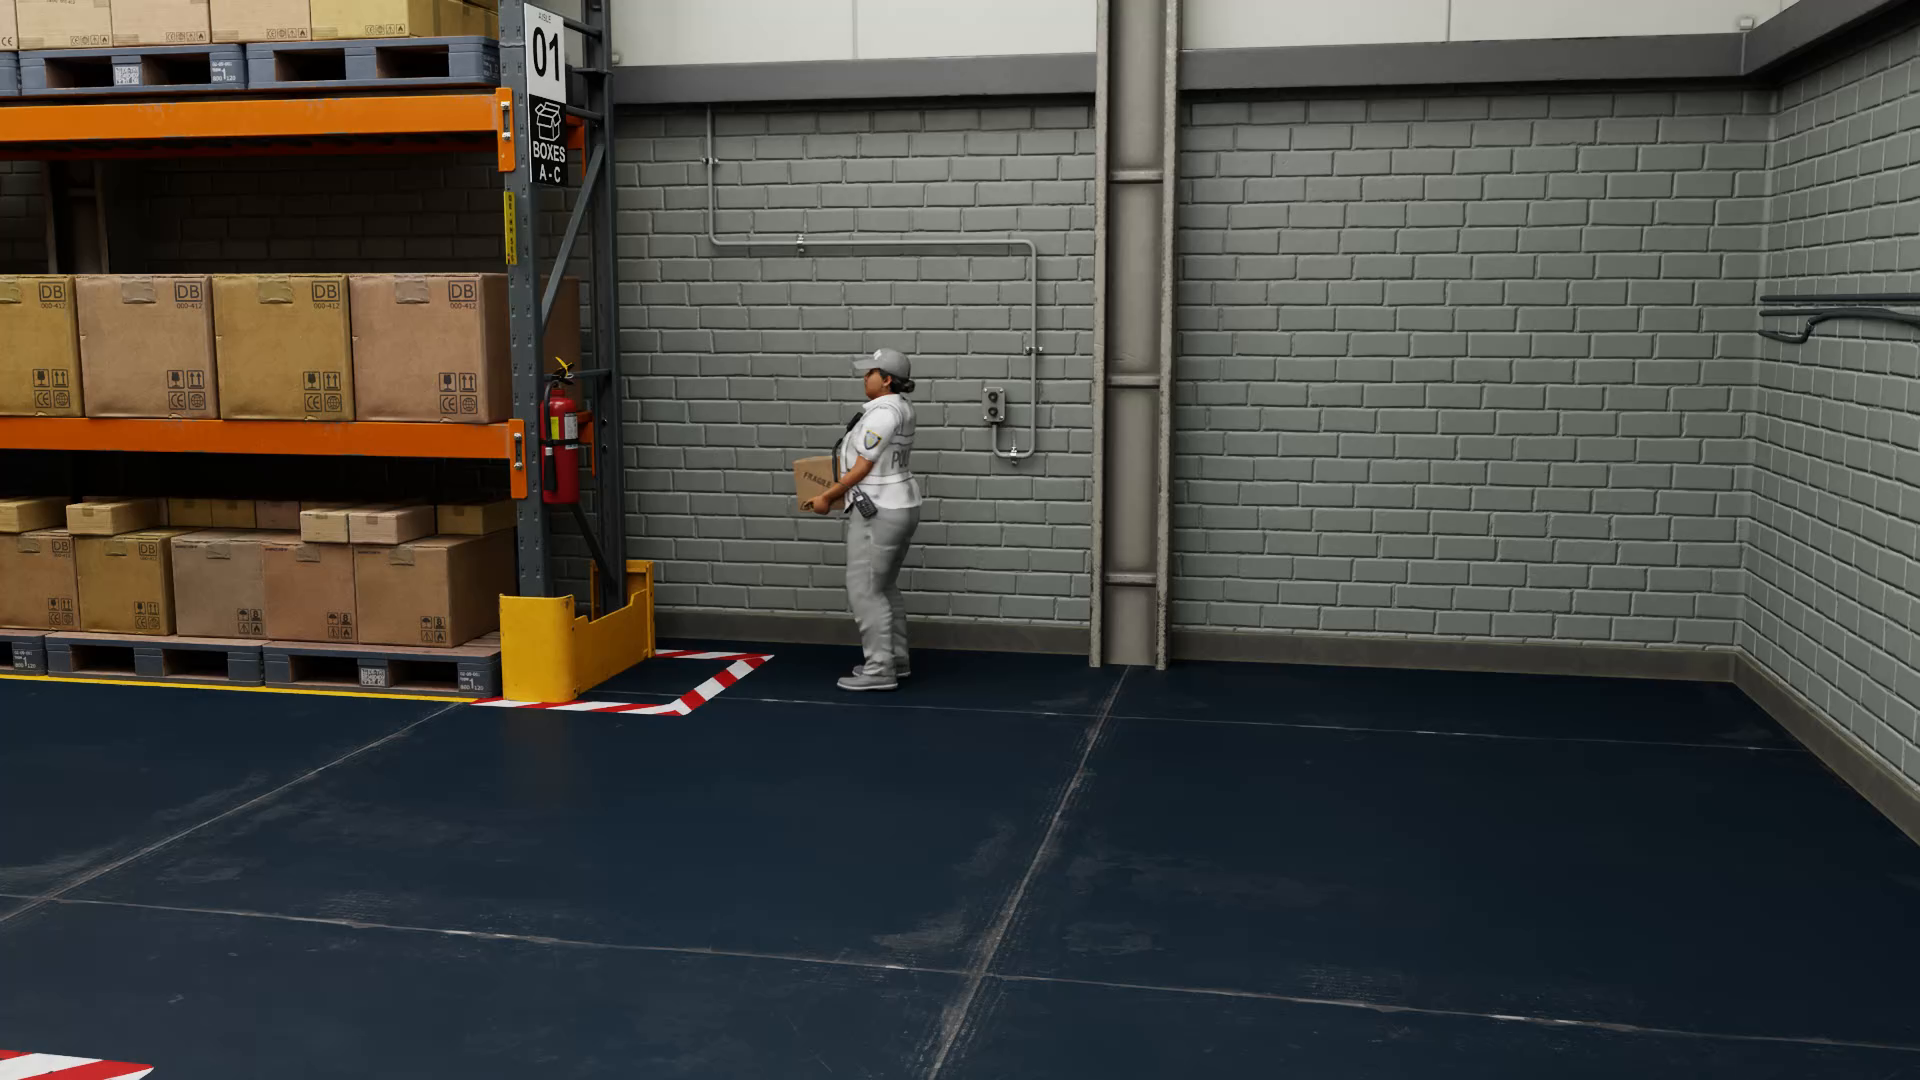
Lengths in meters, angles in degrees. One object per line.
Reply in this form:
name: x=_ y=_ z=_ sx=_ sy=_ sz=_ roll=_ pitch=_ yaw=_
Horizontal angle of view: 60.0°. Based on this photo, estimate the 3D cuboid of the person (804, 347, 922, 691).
person: x=-0.464 y=-0.109 z=8.116 sx=0.541 sy=1.653 sz=0.453 roll=2 pitch=8 yaw=12
